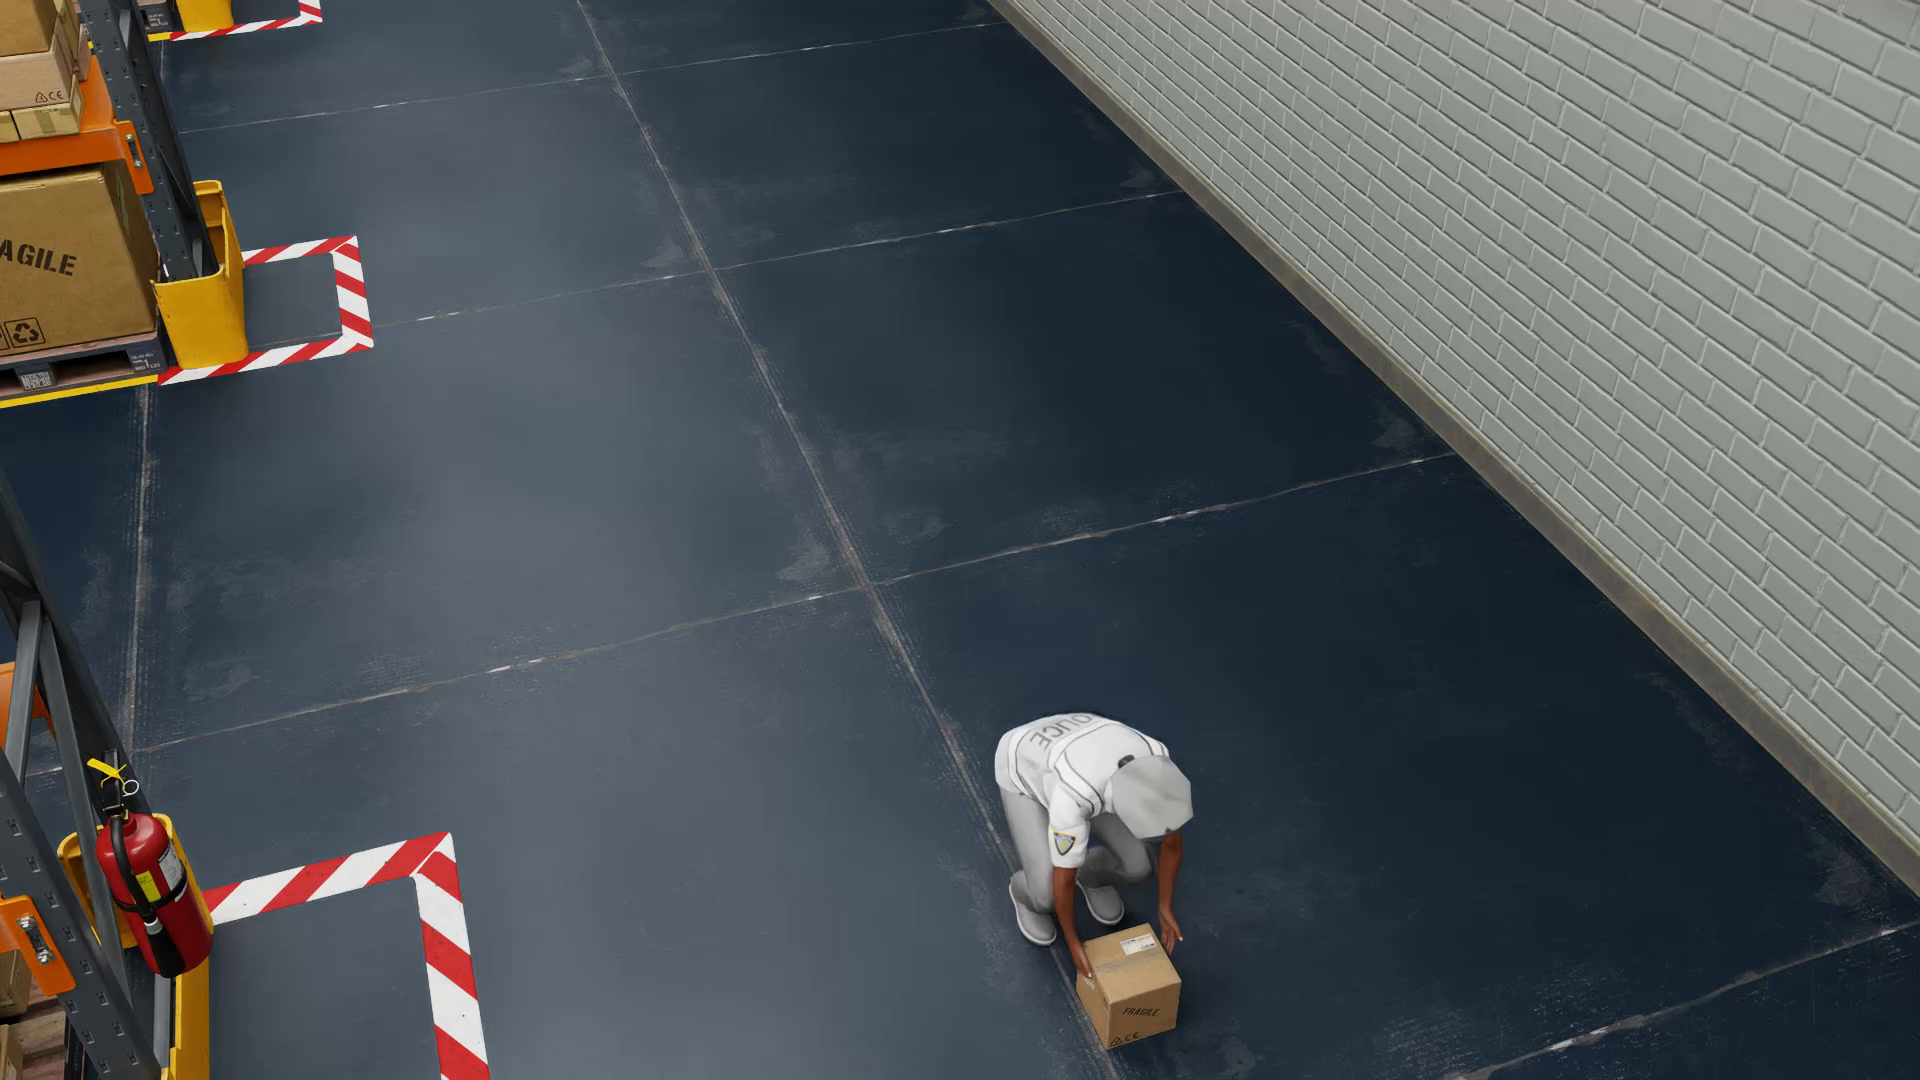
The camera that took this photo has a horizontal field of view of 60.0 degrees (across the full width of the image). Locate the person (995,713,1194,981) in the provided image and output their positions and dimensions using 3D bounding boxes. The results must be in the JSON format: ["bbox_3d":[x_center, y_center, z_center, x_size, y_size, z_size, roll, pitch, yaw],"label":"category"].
[{"bbox_3d":[0.436,0.944,5.458,0.492,1.034,0.846,-13,40,-16],"label":"person"}]
